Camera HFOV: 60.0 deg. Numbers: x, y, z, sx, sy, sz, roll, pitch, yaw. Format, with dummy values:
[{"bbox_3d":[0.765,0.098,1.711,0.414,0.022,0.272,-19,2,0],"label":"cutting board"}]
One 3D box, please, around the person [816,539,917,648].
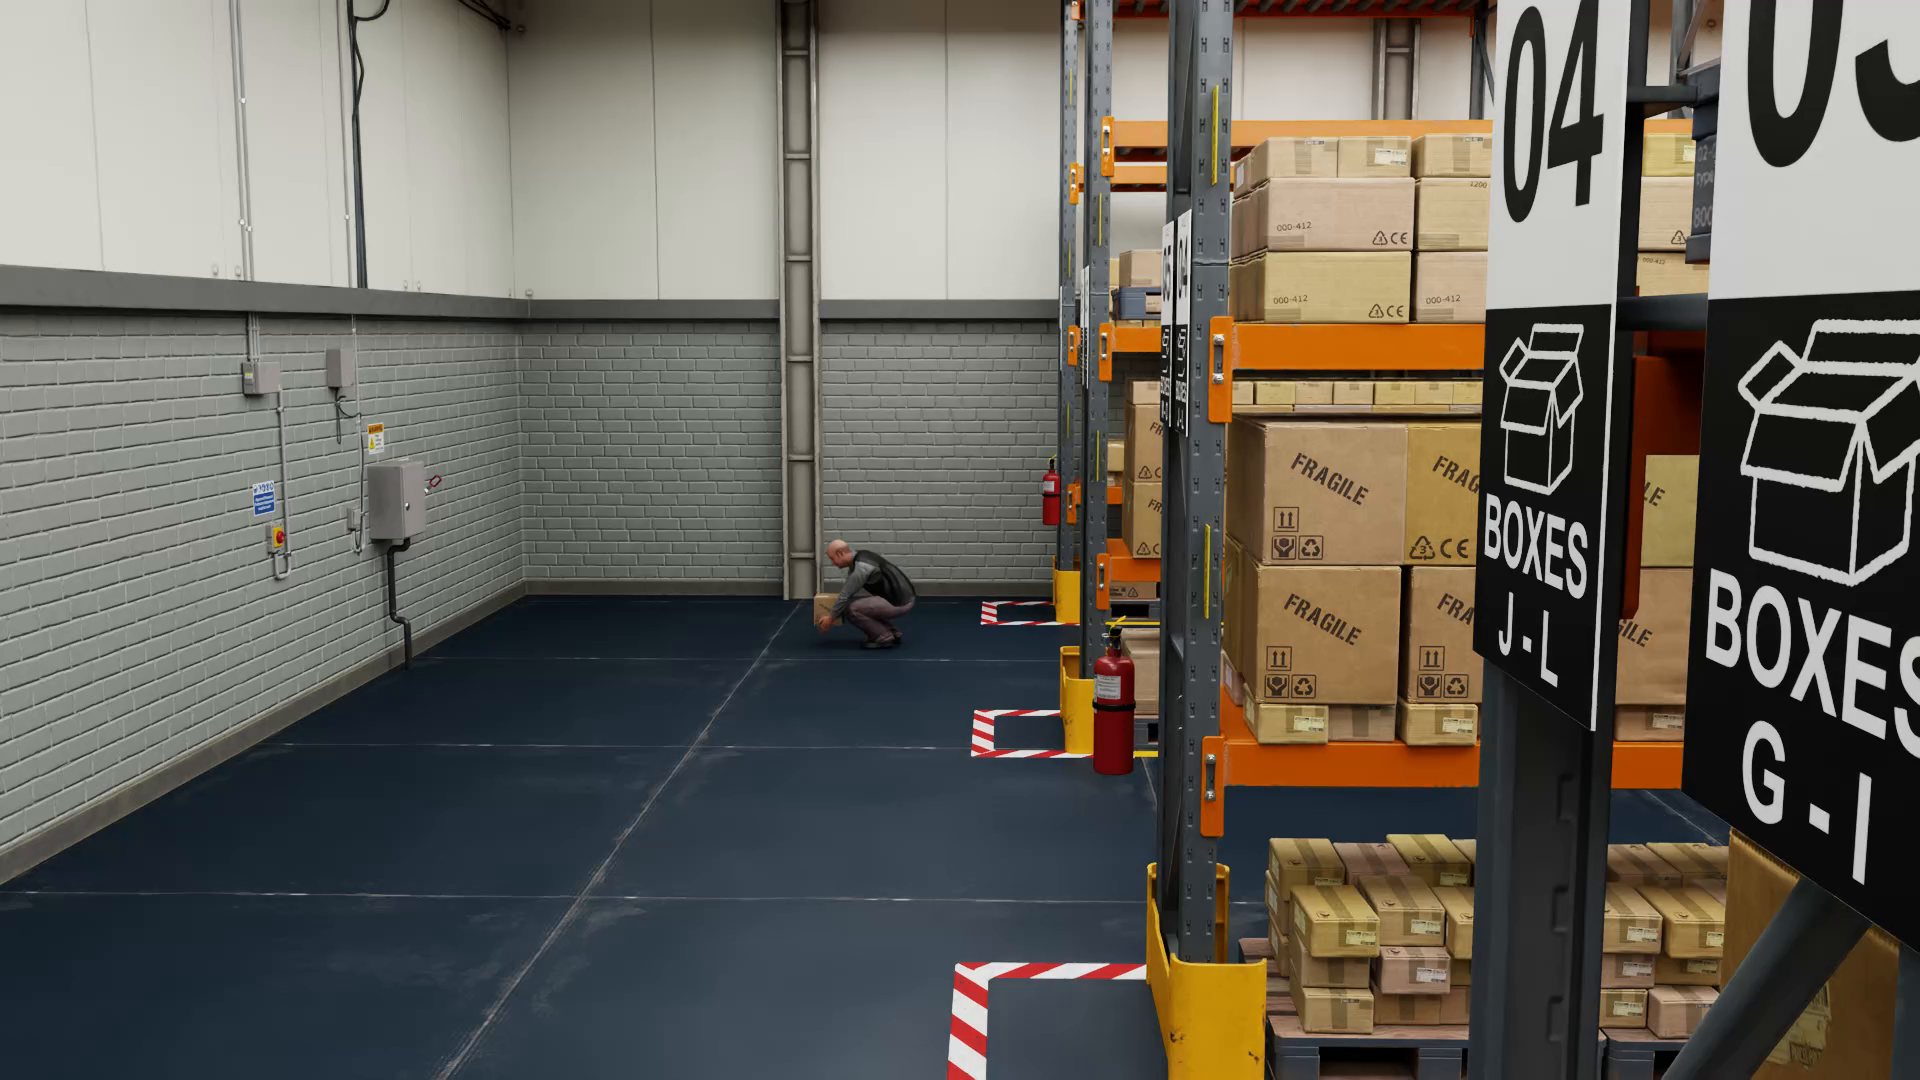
[{"bbox_3d":[-0.824,0.473,14.719,0.876,0.960,0.524,0,7,1],"label":"person"}]
